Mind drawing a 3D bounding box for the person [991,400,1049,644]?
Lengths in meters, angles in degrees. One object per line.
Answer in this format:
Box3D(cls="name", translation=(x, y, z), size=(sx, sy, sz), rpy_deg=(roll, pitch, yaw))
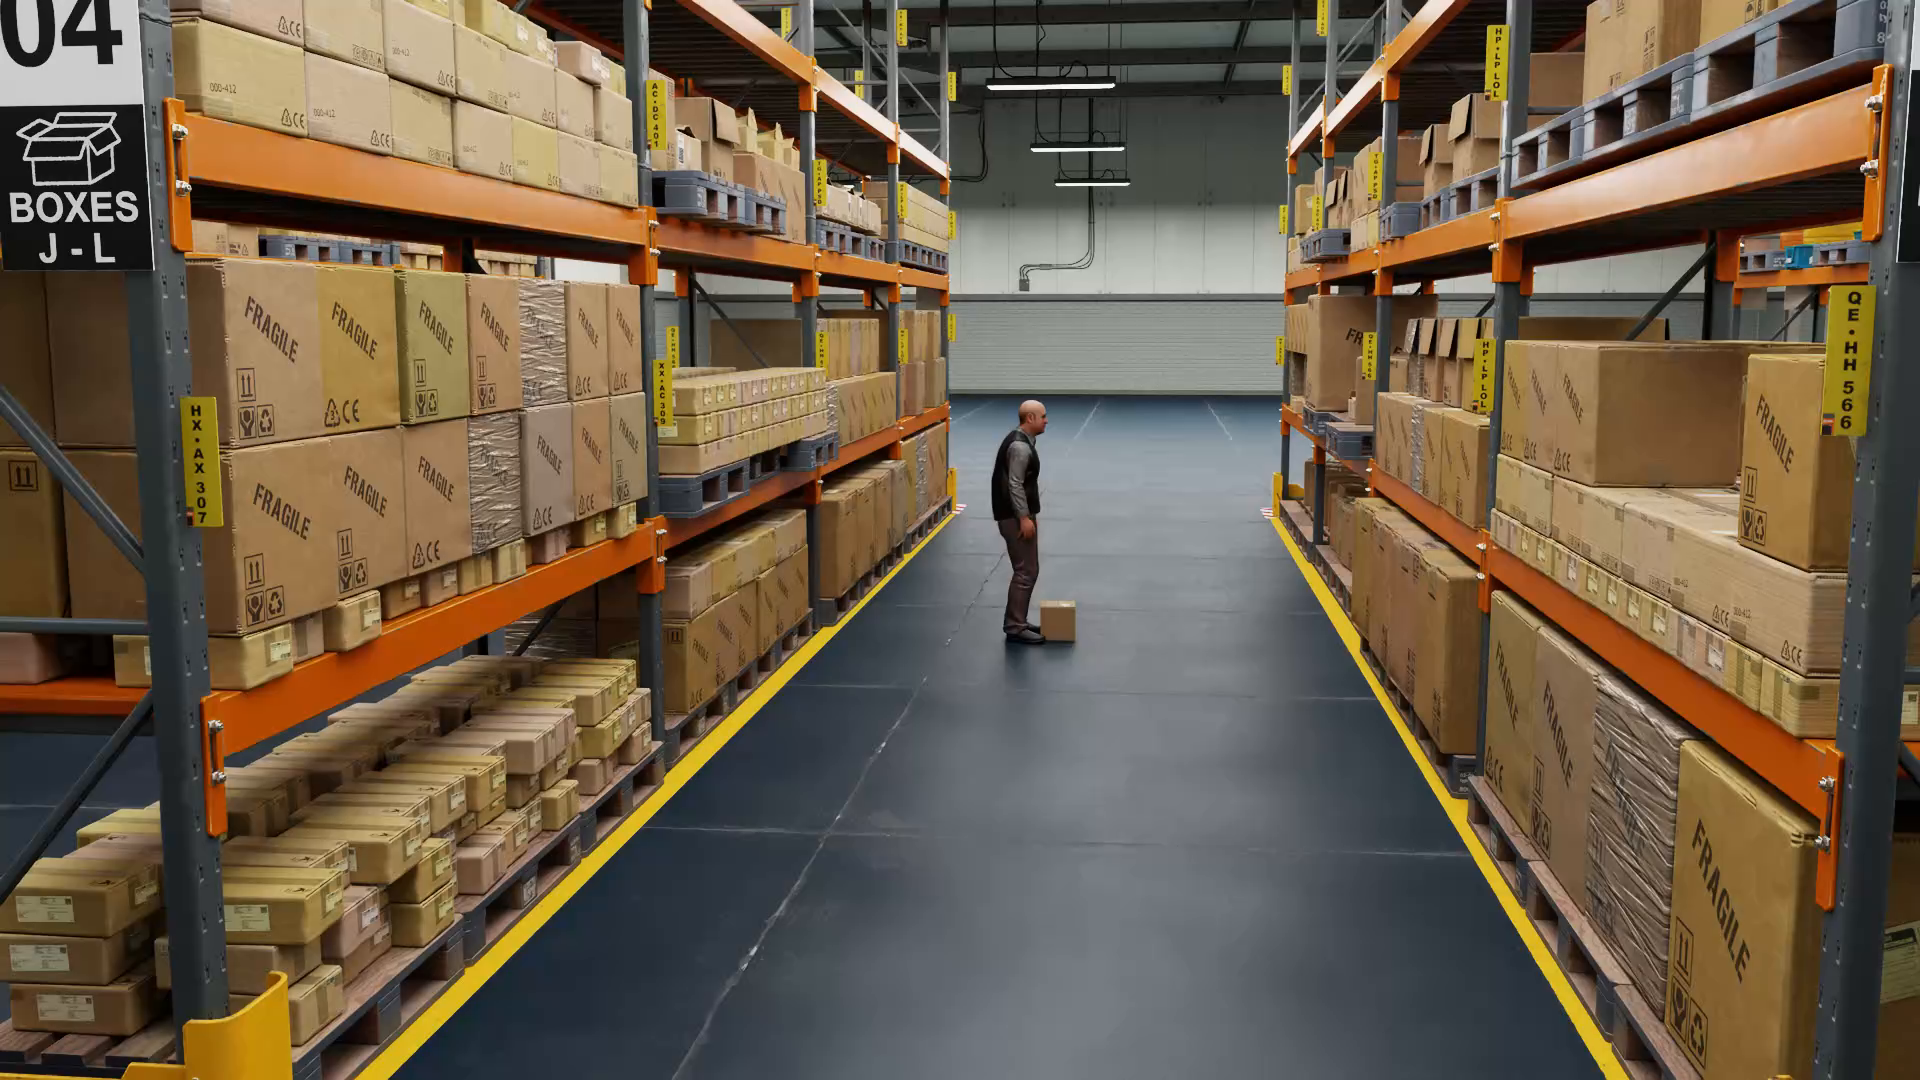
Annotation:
Box3D(cls="person", translation=(0.432, -0.146, 11.984), size=(0.415, 1.721, 0.580), rpy_deg=(1, 8, 6))
